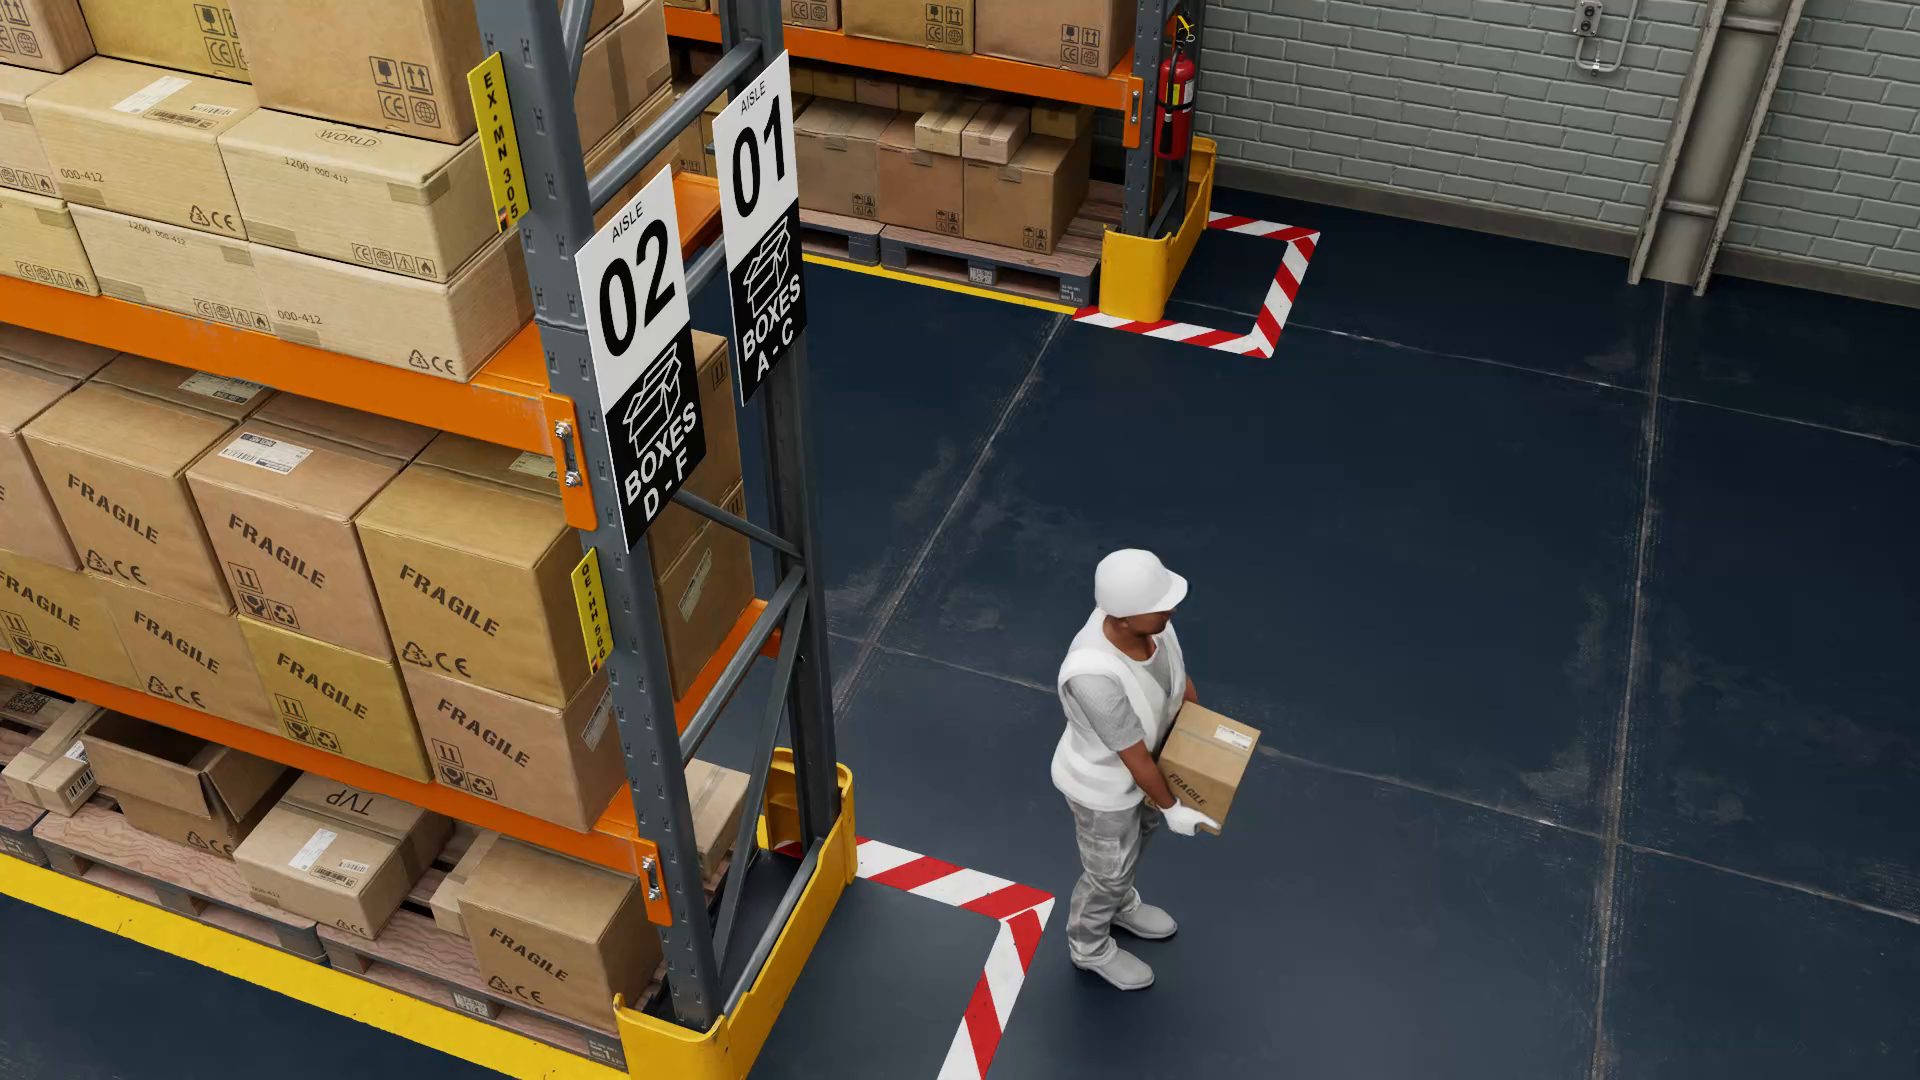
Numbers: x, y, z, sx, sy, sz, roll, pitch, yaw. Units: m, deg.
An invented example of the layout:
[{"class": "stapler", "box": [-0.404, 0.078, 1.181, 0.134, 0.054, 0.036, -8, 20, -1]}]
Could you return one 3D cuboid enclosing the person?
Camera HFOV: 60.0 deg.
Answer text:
[{"class": "person", "box": [0.594, 0.747, 5.287, 0.576, 1.782, 0.490, 17, 44, 18]}]
